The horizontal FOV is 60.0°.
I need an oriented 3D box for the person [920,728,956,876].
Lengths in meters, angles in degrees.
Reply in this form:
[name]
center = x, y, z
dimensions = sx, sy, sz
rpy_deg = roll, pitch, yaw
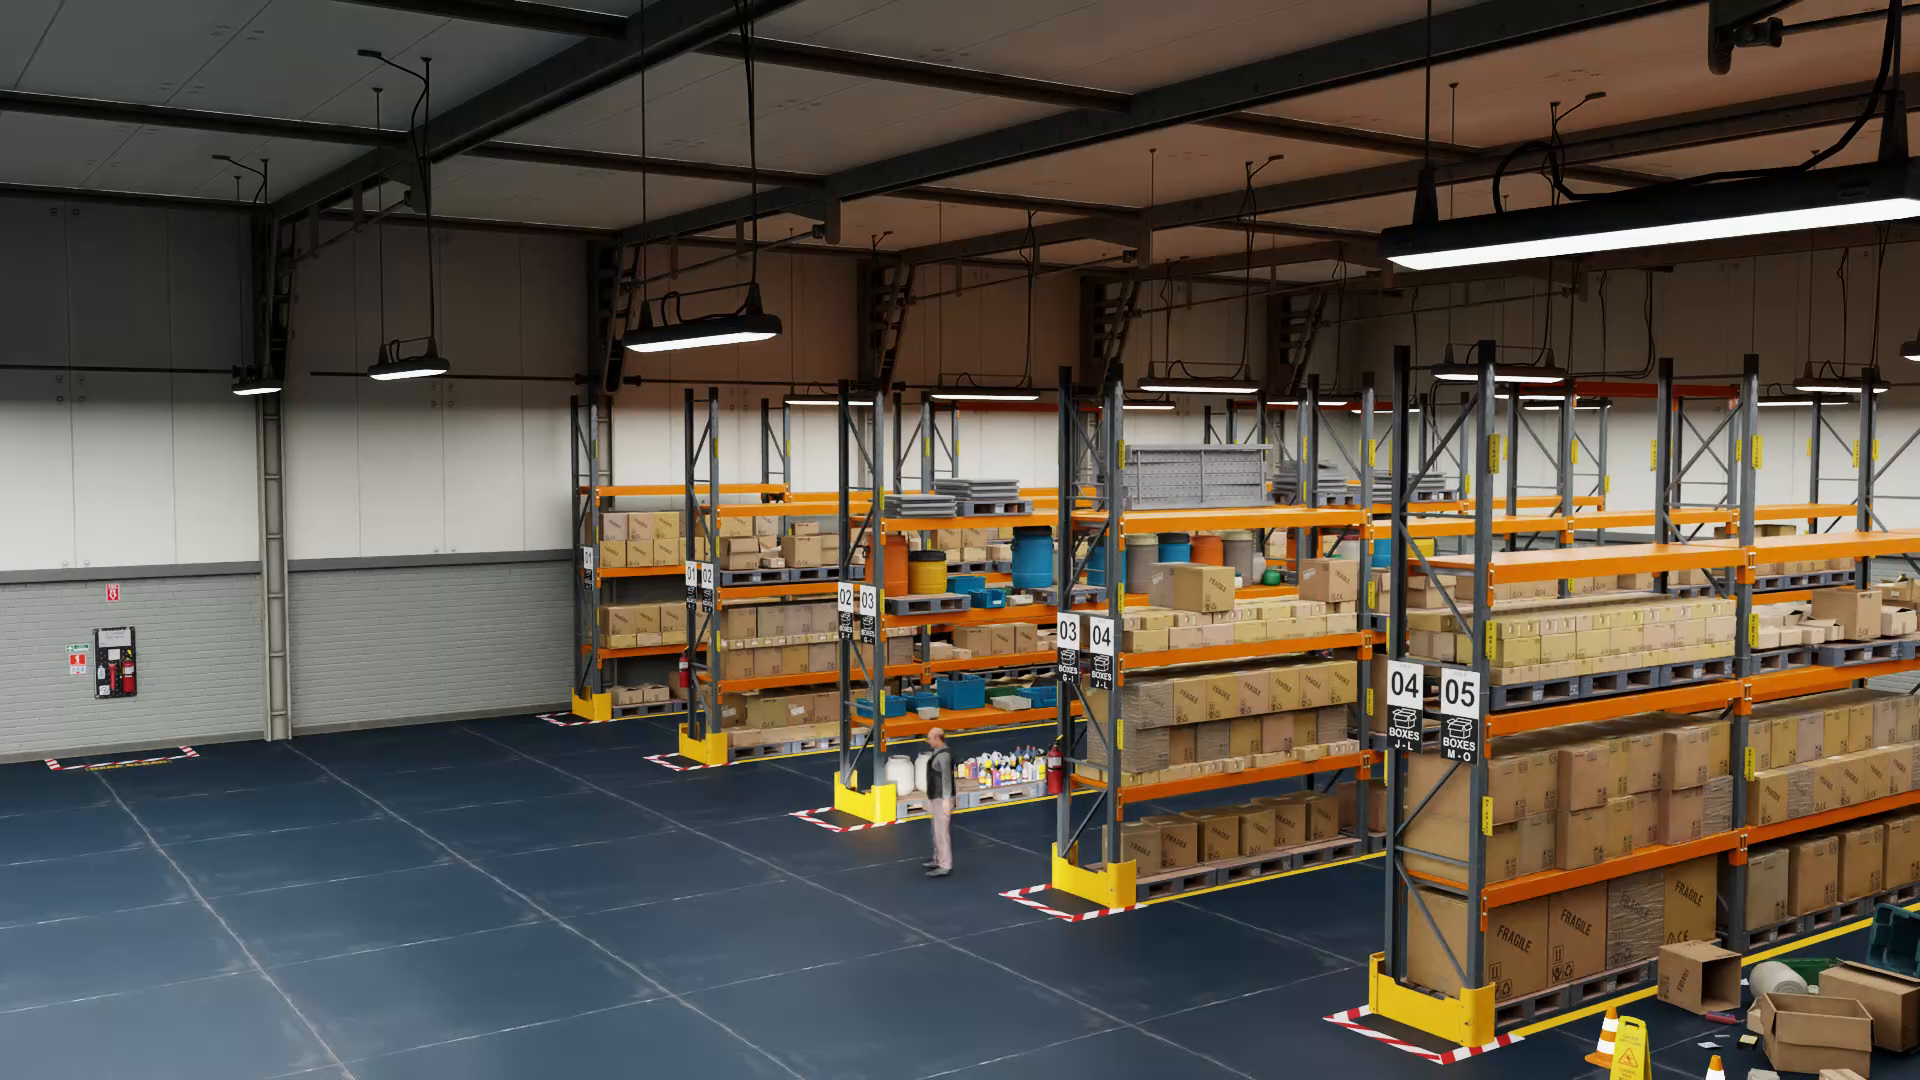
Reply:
[person]
center = -0.268, 3.102, 19.901
dimensions = 0.409, 1.720, 0.583
rpy_deg = 0, 3, -4
